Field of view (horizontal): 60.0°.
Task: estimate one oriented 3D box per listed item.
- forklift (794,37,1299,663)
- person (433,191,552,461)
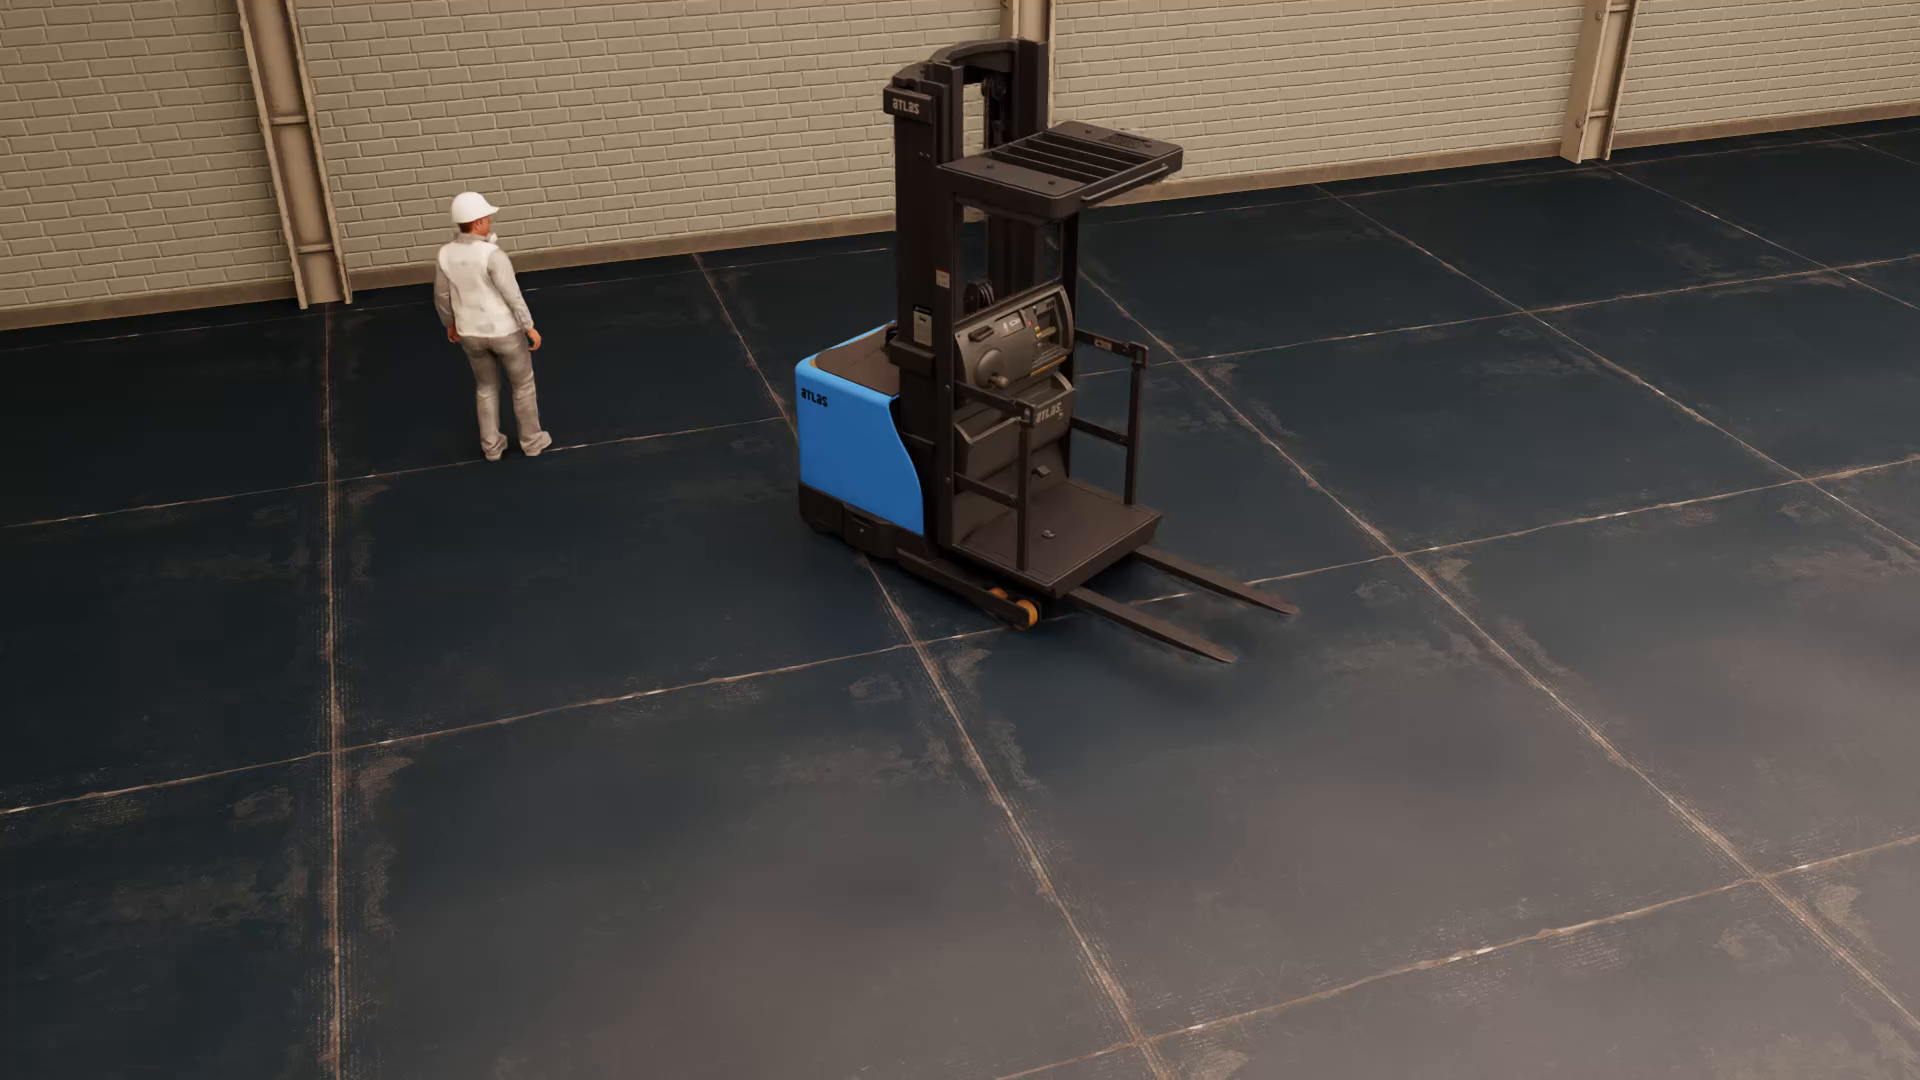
[{"bbox_3d":[0.461,-1.071,8.949,3.031,2.935,1.130,23,37,35],"label":"forklift"},{"bbox_3d":[-2.970,-1.365,10.625,0.665,1.772,0.433,6,30,10],"label":"person"}]
